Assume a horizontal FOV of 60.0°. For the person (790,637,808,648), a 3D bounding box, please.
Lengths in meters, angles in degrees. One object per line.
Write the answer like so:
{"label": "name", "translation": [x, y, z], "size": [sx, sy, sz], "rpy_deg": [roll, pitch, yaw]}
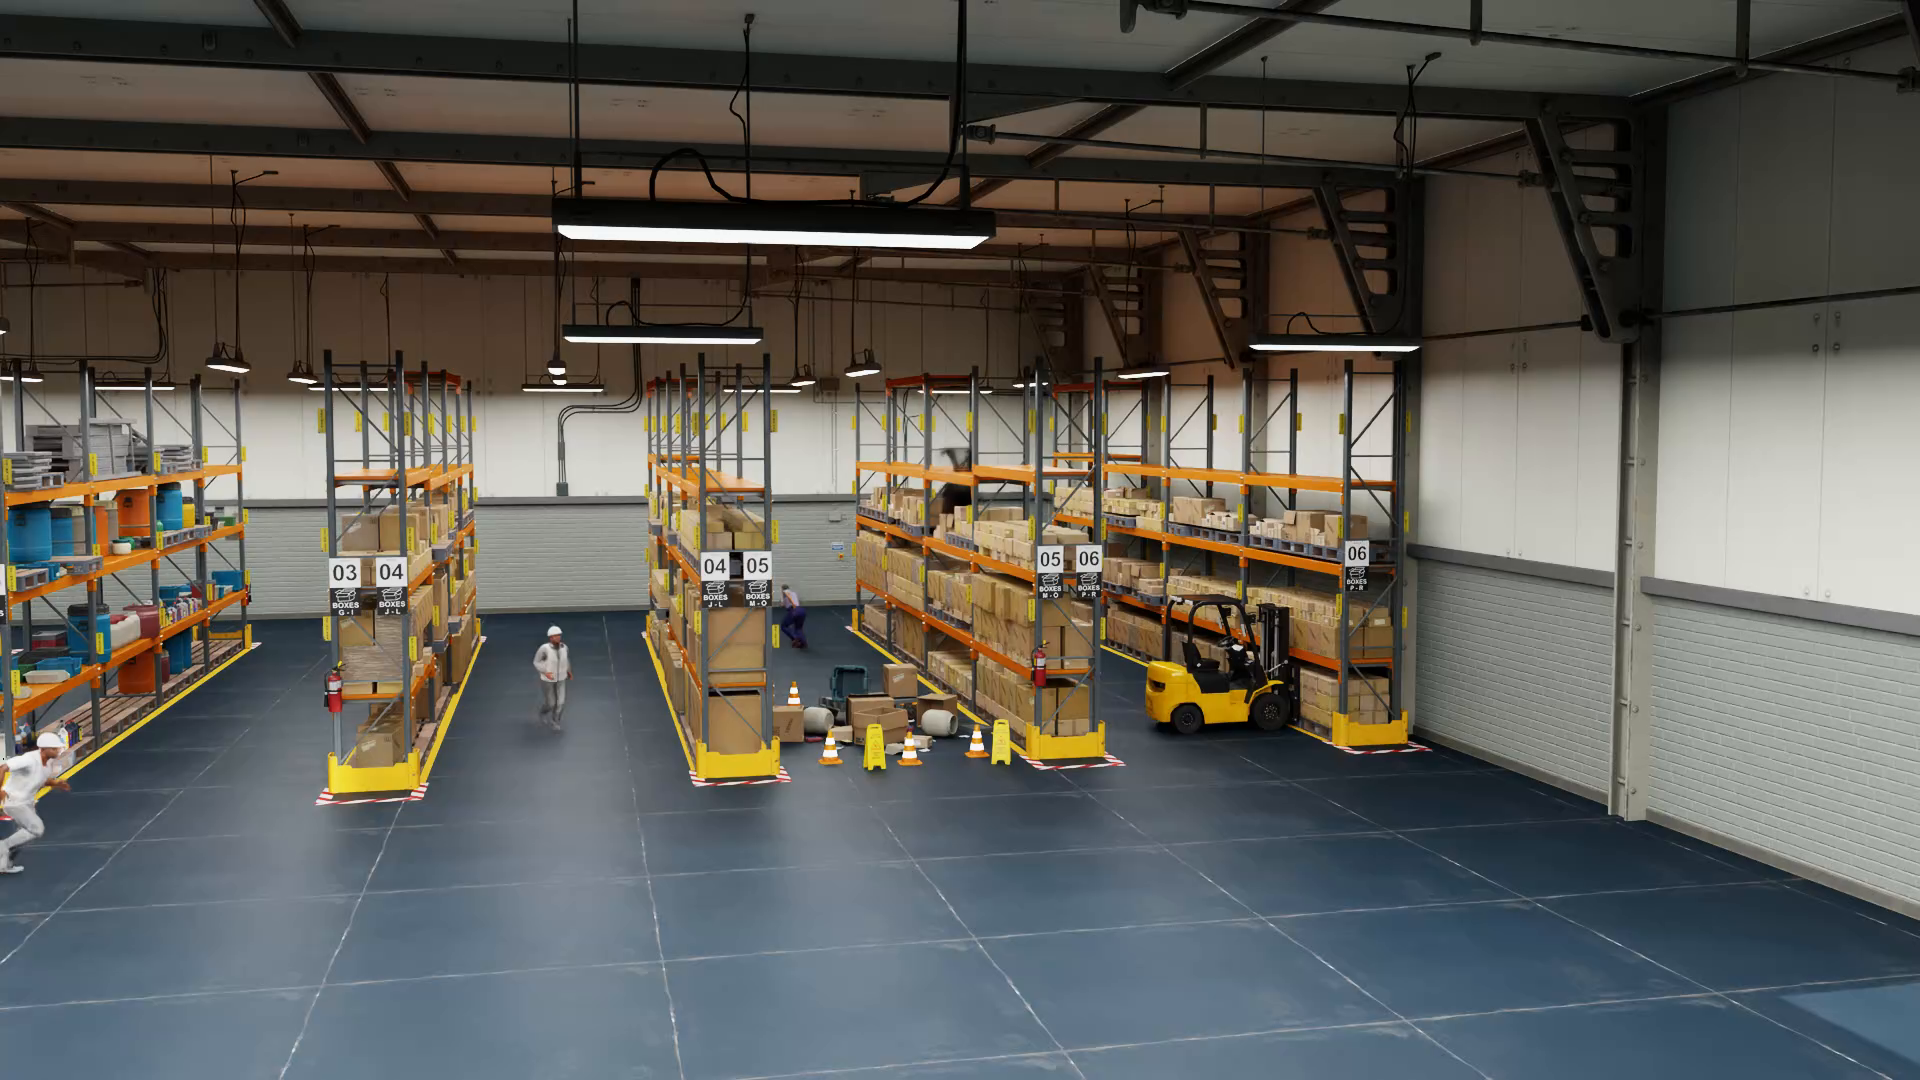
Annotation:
{"label": "person", "translation": [-3.607, 2.258, 37.183], "size": [0.437, 0.327, 0.264], "rpy_deg": [3, 5, 39]}

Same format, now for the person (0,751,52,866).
{"label": "person", "translation": [-10.455, 2.994, 18.450], "size": [0.627, 1.312, 0.698], "rpy_deg": [0, 4, -1]}

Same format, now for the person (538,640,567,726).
{"label": "person", "translation": [-6.691, 2.335, 27.283], "size": [0.448, 1.452, 0.559], "rpy_deg": [-3, 5, -37]}
